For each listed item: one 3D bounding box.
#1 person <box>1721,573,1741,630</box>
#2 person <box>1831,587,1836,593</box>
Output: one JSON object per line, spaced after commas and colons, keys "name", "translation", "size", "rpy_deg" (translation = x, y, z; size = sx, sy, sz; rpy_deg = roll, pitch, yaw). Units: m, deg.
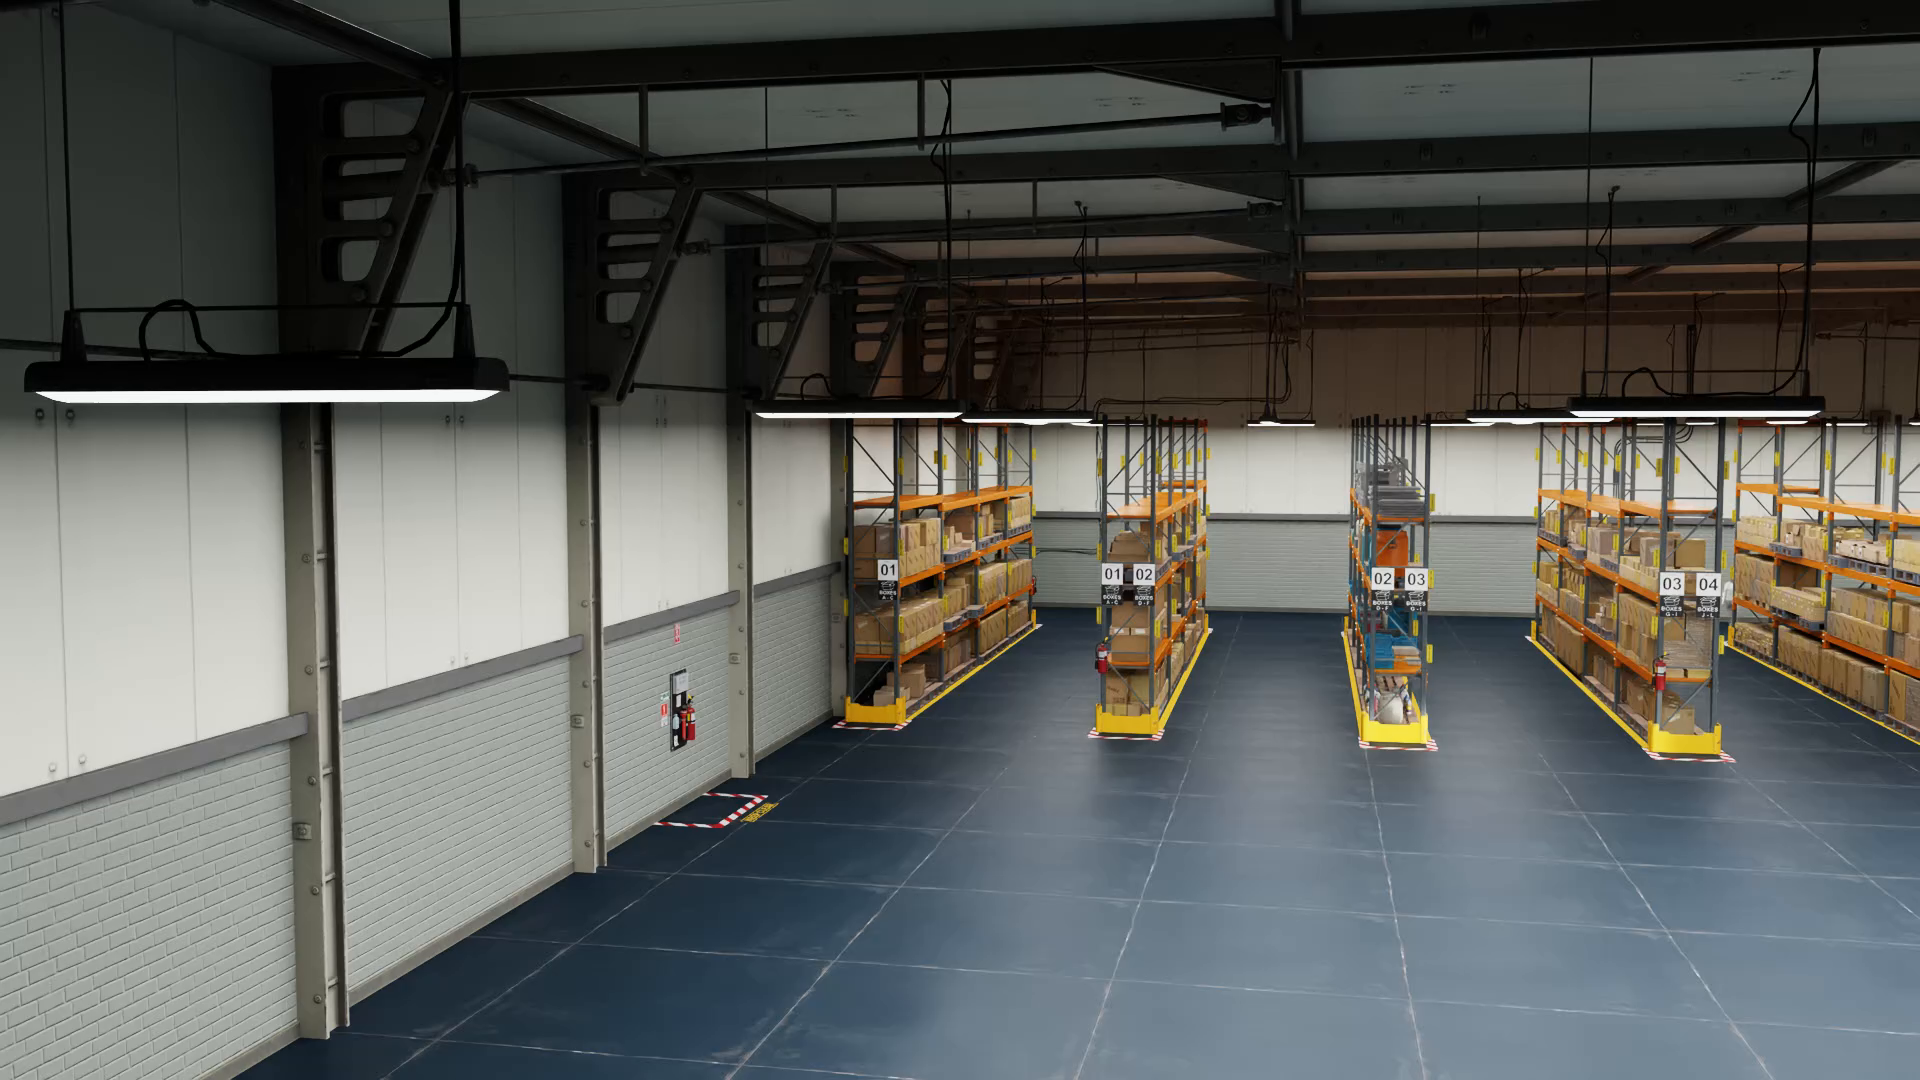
{"name": "person", "translation": [22.071, 1.730, 47.498], "size": [0.525, 1.618, 1.060], "rpy_deg": [3, 5, 42]}
{"name": "person", "translation": [22.181, 2.057, 42.254], "size": [0.565, 1.720, 0.537], "rpy_deg": [1, 4, 13]}
